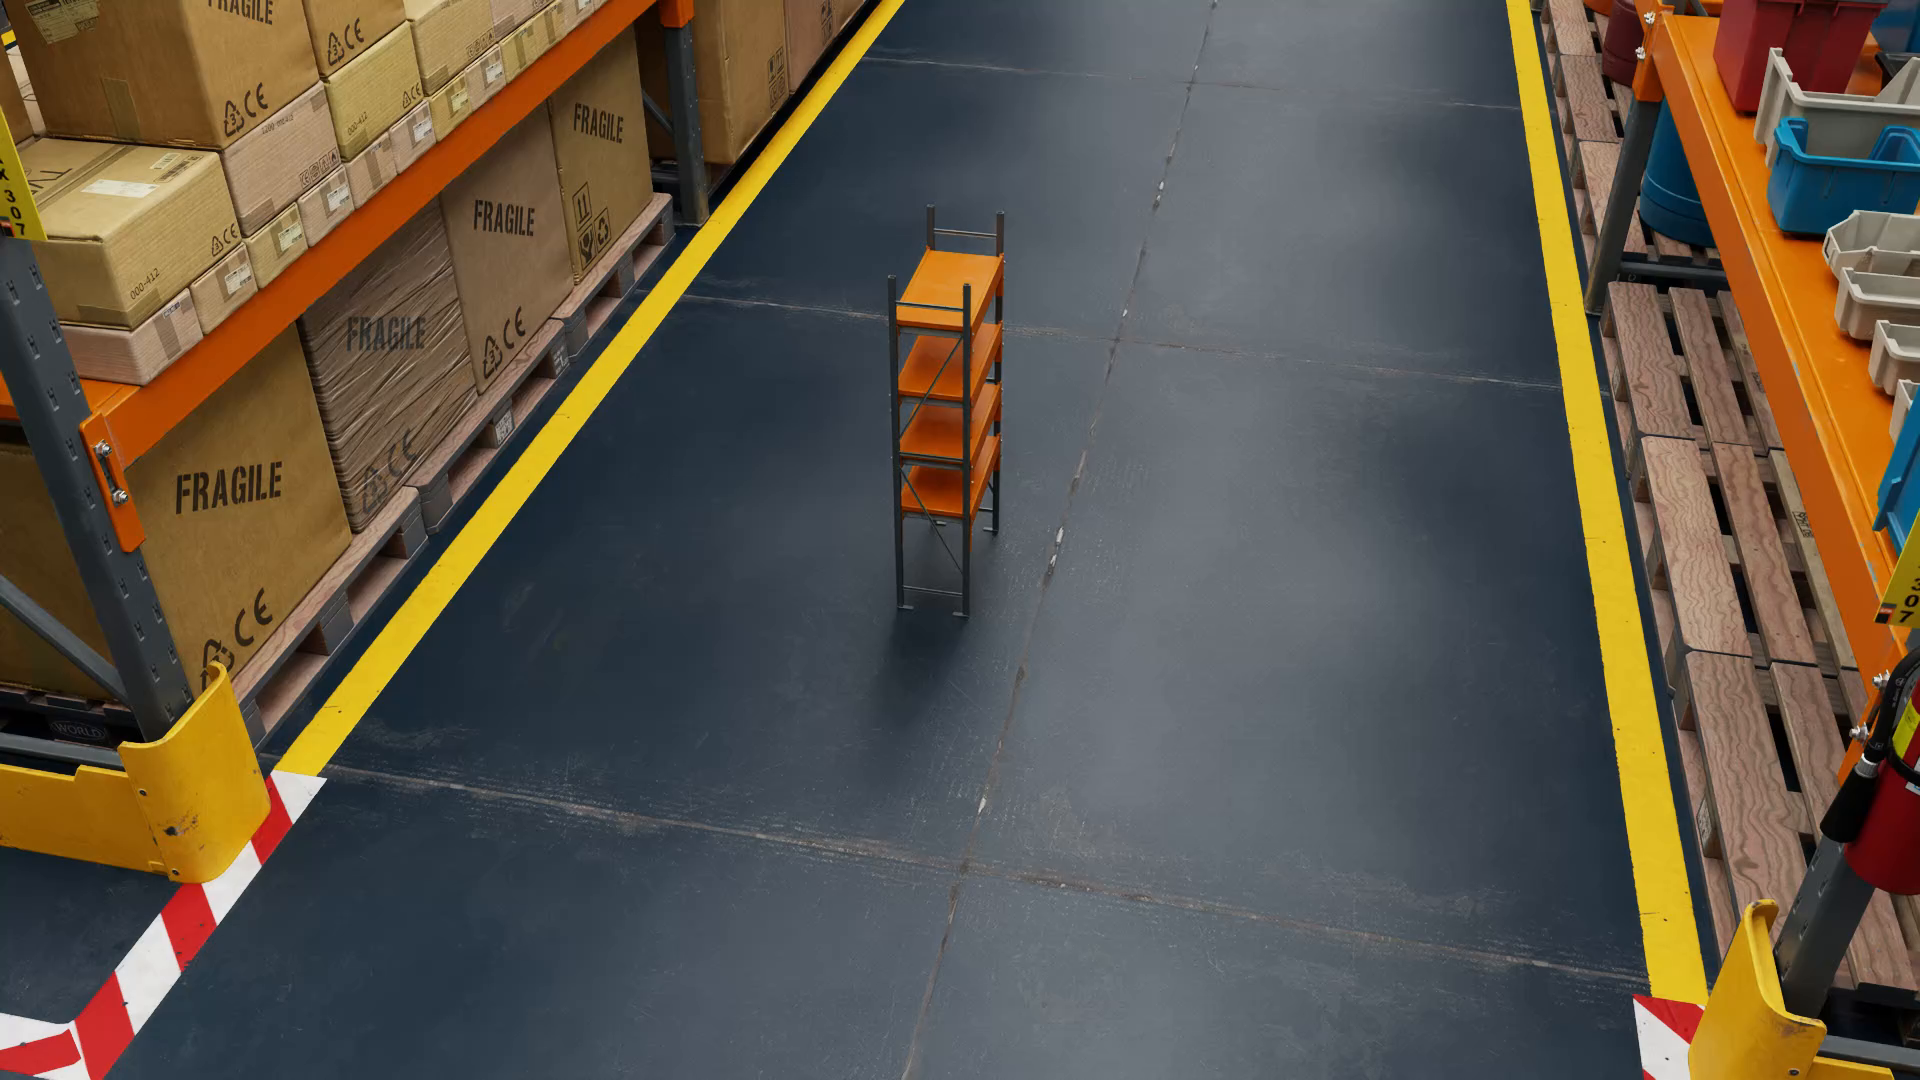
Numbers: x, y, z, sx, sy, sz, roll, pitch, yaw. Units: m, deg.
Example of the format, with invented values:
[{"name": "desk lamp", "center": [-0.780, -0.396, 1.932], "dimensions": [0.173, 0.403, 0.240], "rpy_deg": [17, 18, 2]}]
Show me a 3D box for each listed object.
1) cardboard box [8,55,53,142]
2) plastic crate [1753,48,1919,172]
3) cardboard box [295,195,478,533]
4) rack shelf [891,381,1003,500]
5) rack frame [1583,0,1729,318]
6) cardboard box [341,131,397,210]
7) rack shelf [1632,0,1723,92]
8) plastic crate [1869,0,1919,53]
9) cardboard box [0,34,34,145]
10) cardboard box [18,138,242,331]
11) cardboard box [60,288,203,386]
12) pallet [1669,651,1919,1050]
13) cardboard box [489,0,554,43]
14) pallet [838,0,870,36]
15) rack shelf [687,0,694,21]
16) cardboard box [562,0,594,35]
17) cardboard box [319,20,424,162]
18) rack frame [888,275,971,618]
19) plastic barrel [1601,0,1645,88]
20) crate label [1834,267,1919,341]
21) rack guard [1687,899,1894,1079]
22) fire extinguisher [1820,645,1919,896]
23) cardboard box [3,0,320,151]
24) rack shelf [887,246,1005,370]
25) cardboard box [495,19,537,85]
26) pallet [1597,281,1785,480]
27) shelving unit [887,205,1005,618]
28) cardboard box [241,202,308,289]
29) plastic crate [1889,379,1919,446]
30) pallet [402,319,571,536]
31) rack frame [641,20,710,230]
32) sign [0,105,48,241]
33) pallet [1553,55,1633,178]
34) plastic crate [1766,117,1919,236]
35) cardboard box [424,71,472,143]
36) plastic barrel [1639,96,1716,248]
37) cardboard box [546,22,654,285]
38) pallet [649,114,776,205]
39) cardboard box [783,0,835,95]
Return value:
[{"name": "cardboard box", "center": [-2.582, -1.128, 4.624], "dimensions": [0.500, 0.250, 0.500], "rpy_deg": [7, 36, 9]}, {"name": "plastic crate", "center": [2.651, -1.263, 4.986], "dimensions": [0.437, 0.282, 0.530], "rpy_deg": [7, 37, 10]}, {"name": "cardboard box", "center": [-2.283, -0.675, 5.577], "dimensions": [0.875, 0.875, 0.875], "rpy_deg": [7, 37, 10]}, {"name": "rack shelf", "center": [-0.035, -0.336, 5.306], "dimensions": [0.258, 0.148, 0.480], "rpy_deg": [7, 37, 10]}, {"name": "rack frame", "center": [3.157, -2.139, 6.145], "dimensions": [1.000, 3.000, 0.127], "rpy_deg": [7, 37, 10]}, {"name": "cardboard box", "center": [-1.920, -1.116, 4.948], "dimensions": [0.380, 0.149, 0.250], "rpy_deg": [7, 36, 9]}, {"name": "rack shelf", "center": [3.585, -2.994, 7.938], "dimensions": [1.077, 0.370, 4.000], "rpy_deg": [7, 37, 10]}, {"name": "plastic crate", "center": [3.391, -1.846, 5.703], "dimensions": [0.392, 0.384, 0.575], "rpy_deg": [7, 37, 10]}, {"name": "cardboard box", "center": [-2.688, -1.142, 4.005], "dimensions": [0.500, 0.500, 0.500], "rpy_deg": [8, 37, 11]}, {"name": "cardboard box", "center": [-2.169, -0.767, 4.127], "dimensions": [0.500, 0.250, 0.500], "rpy_deg": [6, 36, 9]}, {"name": "cardboard box", "center": [-2.137, -0.527, 4.135], "dimensions": [0.380, 0.149, 0.250], "rpy_deg": [8, 37, 10]}, {"name": "pallet", "center": [2.517, 0.816, 4.445], "dimensions": [1.003, 0.211, 1.213], "rpy_deg": [7, 37, 10]}, {"name": "cardboard box", "center": [-1.736, -1.943, 5.750], "dimensions": [0.500, 0.250, 0.500], "rpy_deg": [8, 37, 11]}, {"name": "pallet", "center": [-1.069, -3.481, 10.373], "dimensions": [1.003, 0.211, 1.213], "rpy_deg": [7, 37, 10]}, {"name": "rack shelf", "center": [-1.254, -3.615, 8.794], "dimensions": [1.077, 0.370, 4.000], "rpy_deg": [7, 37, 10]}, {"name": "cardboard box", "center": [-1.591, -2.000, 6.167], "dimensions": [0.380, 0.149, 0.250], "rpy_deg": [8, 37, 11]}, {"name": "cardboard box", "center": [-1.954, -1.354, 4.936], "dimensions": [0.500, 0.250, 0.500], "rpy_deg": [6, 36, 8]}, {"name": "rack frame", "center": [-0.087, -0.251, 5.074], "dimensions": [0.240, 1.200, 0.015], "rpy_deg": [7, 37, 10]}, {"name": "plastic barrel", "center": [3.683, -2.695, 8.610], "dimensions": [0.600, 0.588, 0.708], "rpy_deg": [7, 37, 10]}, {"name": "crate label", "center": [2.412, -0.580, 4.168], "dimensions": [0.396, 0.136, 0.243], "rpy_deg": [7, 37, 10]}, {"name": "rack guard", "center": [2.311, 1.182, 3.693], "dimensions": [1.175, 0.500, 0.348], "rpy_deg": [7, 37, 10]}, {"name": "fire extinguisher", "center": [1.827, 0.366, 3.072], "dimensions": [0.296, 0.674, 0.183], "rpy_deg": [7, 37, 10]}, {"name": "cardboard box", "center": [-2.063, -1.358, 4.302], "dimensions": [0.500, 0.500, 0.500], "rpy_deg": [6, 36, 9]}, {"name": "rack shelf", "center": [-0.035, -0.709, 5.036], "dimensions": [0.258, 0.148, 0.480], "rpy_deg": [7, 37, 10]}, {"name": "cardboard box", "center": [-1.701, -1.705, 5.761], "dimensions": [0.380, 0.149, 0.250], "rpy_deg": [7, 36, 9]}, {"name": "pallet", "center": [3.038, -0.583, 6.375], "dimensions": [1.003, 0.211, 1.213], "rpy_deg": [7, 37, 10]}, {"name": "shelving unit", "center": [-0.035, -0.391, 5.267], "dimensions": [0.258, 1.200, 0.503], "rpy_deg": [7, 37, 10]}, {"name": "cardboard box", "center": [-2.030, -0.821, 4.540], "dimensions": [0.380, 0.149, 0.250], "rpy_deg": [6, 36, 9]}, {"name": "plastic crate", "center": [2.300, -0.253, 3.717], "dimensions": [0.396, 0.136, 0.243], "rpy_deg": [7, 37, 10]}, {"name": "pallet", "center": [-2.179, -0.503, 6.264], "dimensions": [1.003, 0.211, 1.213], "rpy_deg": [7, 37, 10]}, {"name": "rack frame", "center": [-1.681, -2.759, 7.001], "dimensions": [1.000, 3.000, 0.127], "rpy_deg": [7, 37, 10]}, {"name": "sign", "center": [-1.995, -0.776, 3.459], "dimensions": [0.100, 0.325, 0.005], "rpy_deg": [7, 37, 10]}, {"name": "pallet", "center": [3.621, -2.148, 8.534], "dimensions": [1.003, 0.211, 1.213], "rpy_deg": [7, 37, 10]}, {"name": "plastic crate", "center": [2.491, -1.011, 4.681], "dimensions": [0.416, 0.233, 0.300], "rpy_deg": [7, 37, 10]}, {"name": "cardboard box", "center": [-1.810, -1.409, 5.352], "dimensions": [0.380, 0.149, 0.250], "rpy_deg": [6, 36, 9]}, {"name": "plastic barrel", "center": [3.290, -1.769, 7.065], "dimensions": [0.600, 0.901, 0.708], "rpy_deg": [7, 37, 10]}, {"name": "cardboard box", "center": [-1.900, -1.701, 6.993], "dimensions": [0.875, 0.875, 0.875], "rpy_deg": [7, 37, 10]}, {"name": "pallet", "center": [-1.590, -2.082, 8.443], "dimensions": [1.003, 0.211, 1.213], "rpy_deg": [7, 37, 10]}, {"name": "cardboard box", "center": [-1.374, -2.951, 8.718], "dimensions": [1.225, 0.875, 0.875], "rpy_deg": [6, 36, 8]}]
